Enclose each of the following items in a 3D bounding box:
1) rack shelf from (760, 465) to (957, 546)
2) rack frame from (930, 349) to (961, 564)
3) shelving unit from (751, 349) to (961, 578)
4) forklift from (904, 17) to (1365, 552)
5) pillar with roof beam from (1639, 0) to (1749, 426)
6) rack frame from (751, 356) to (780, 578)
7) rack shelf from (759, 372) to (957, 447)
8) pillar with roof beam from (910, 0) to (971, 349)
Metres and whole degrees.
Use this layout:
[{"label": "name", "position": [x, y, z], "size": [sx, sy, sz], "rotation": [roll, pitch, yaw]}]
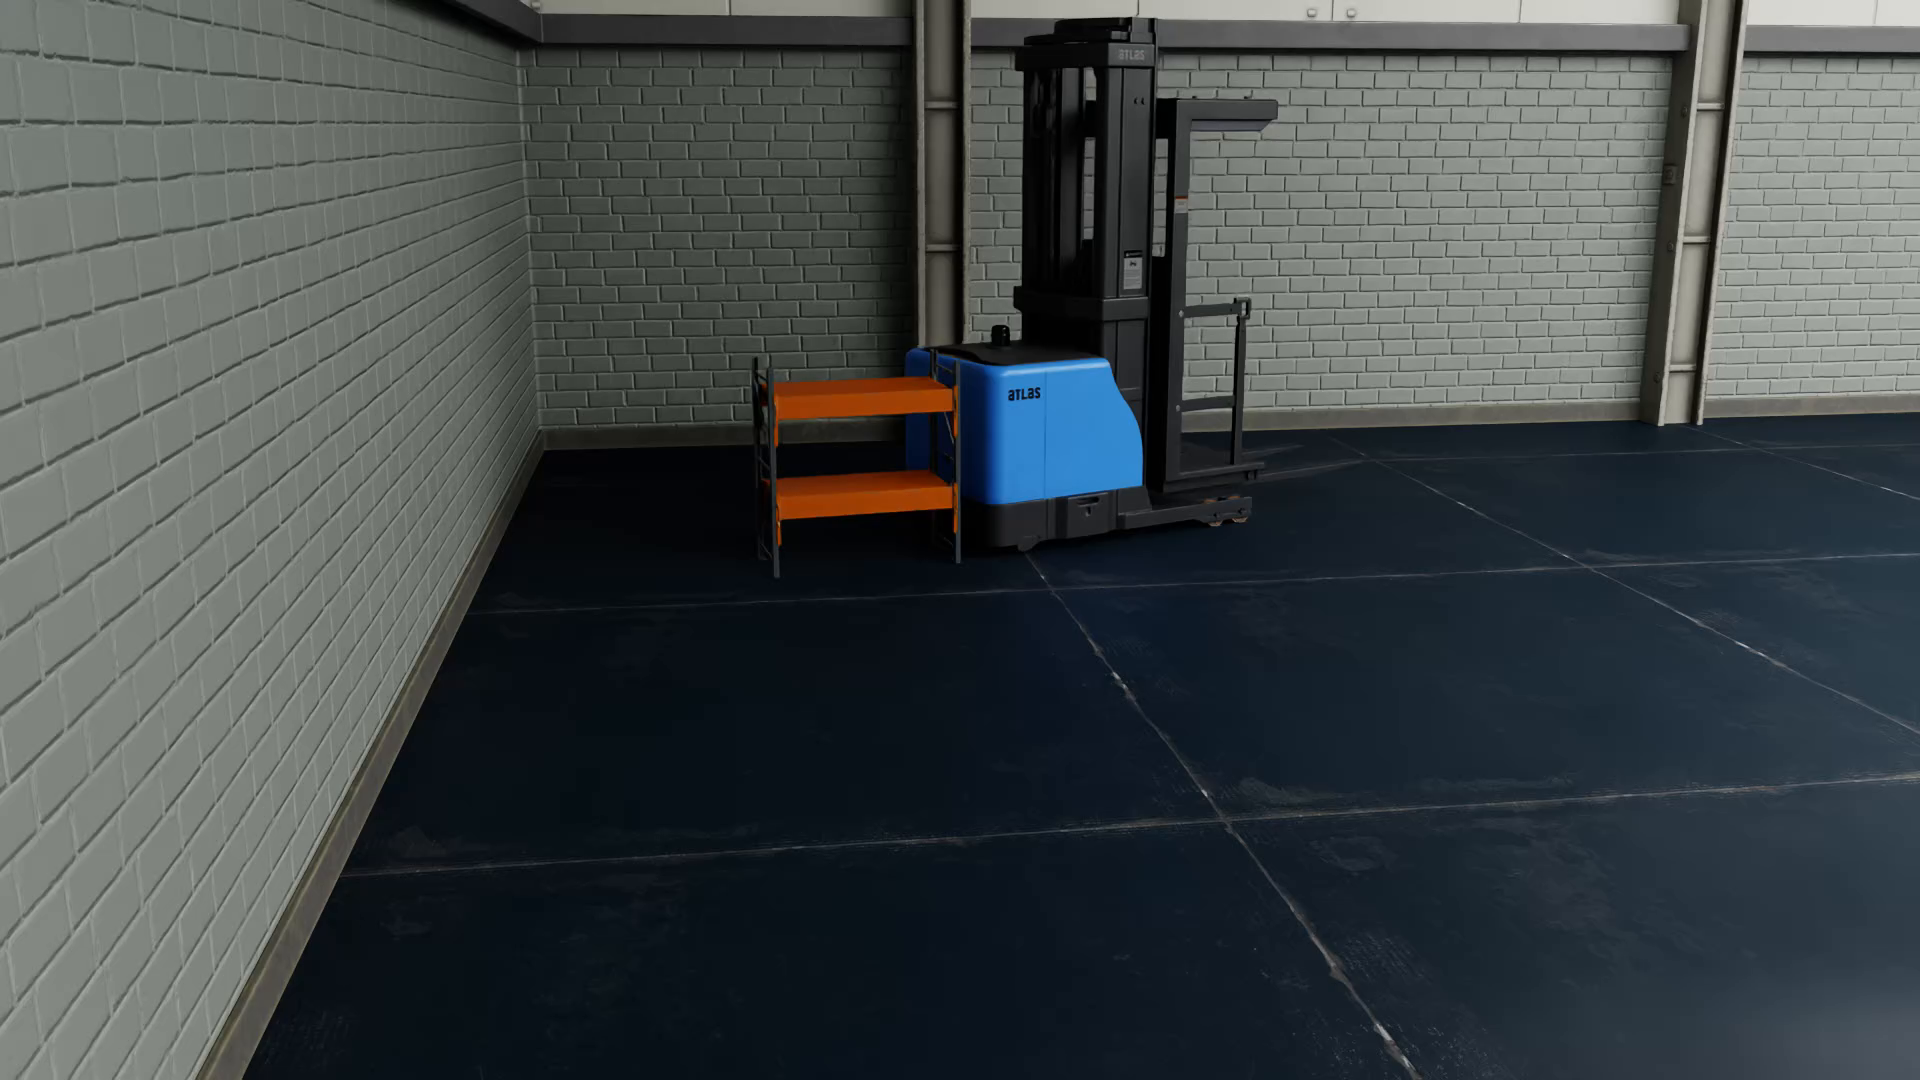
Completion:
[{"label": "rack shelf", "position": [-0.569, -0.199, 9.207], "size": [1.000, 0.278, 0.538], "rotation": [-4, 15, -16]}, {"label": "rack frame", "position": [-0.082, -0.472, 9.290], "size": [0.032, 1.125, 0.500], "rotation": [-4, 15, -16]}, {"label": "shelving unit", "position": [-0.569, -0.436, 9.147], "size": [1.048, 1.125, 0.538], "rotation": [-4, 15, -16]}, {"label": "forklift", "position": [1.187, -1.601, 10.081], "size": [3.031, 2.935, 1.130], "rotation": [-8, 16, -30]}, {"label": "pillar with roof beam", "position": [6.433, -4.294, 8.345], "size": [0.400, 9.000, 9.100], "rotation": [-2, 14, -8]}, {"label": "rack frame", "position": [-1.055, -0.400, 9.004], "size": [0.032, 1.125, 0.500], "rotation": [-4, 15, -16]}, {"label": "rack shelf", "position": [-0.569, -0.720, 9.076], "size": [1.000, 0.278, 0.538], "rotation": [-4, 15, -16]}, {"label": "pillar with roof beam", "position": [0.500, -4.077, 7.478], "size": [0.400, 9.000, 9.100], "rotation": [-2, 14, -8]}]
